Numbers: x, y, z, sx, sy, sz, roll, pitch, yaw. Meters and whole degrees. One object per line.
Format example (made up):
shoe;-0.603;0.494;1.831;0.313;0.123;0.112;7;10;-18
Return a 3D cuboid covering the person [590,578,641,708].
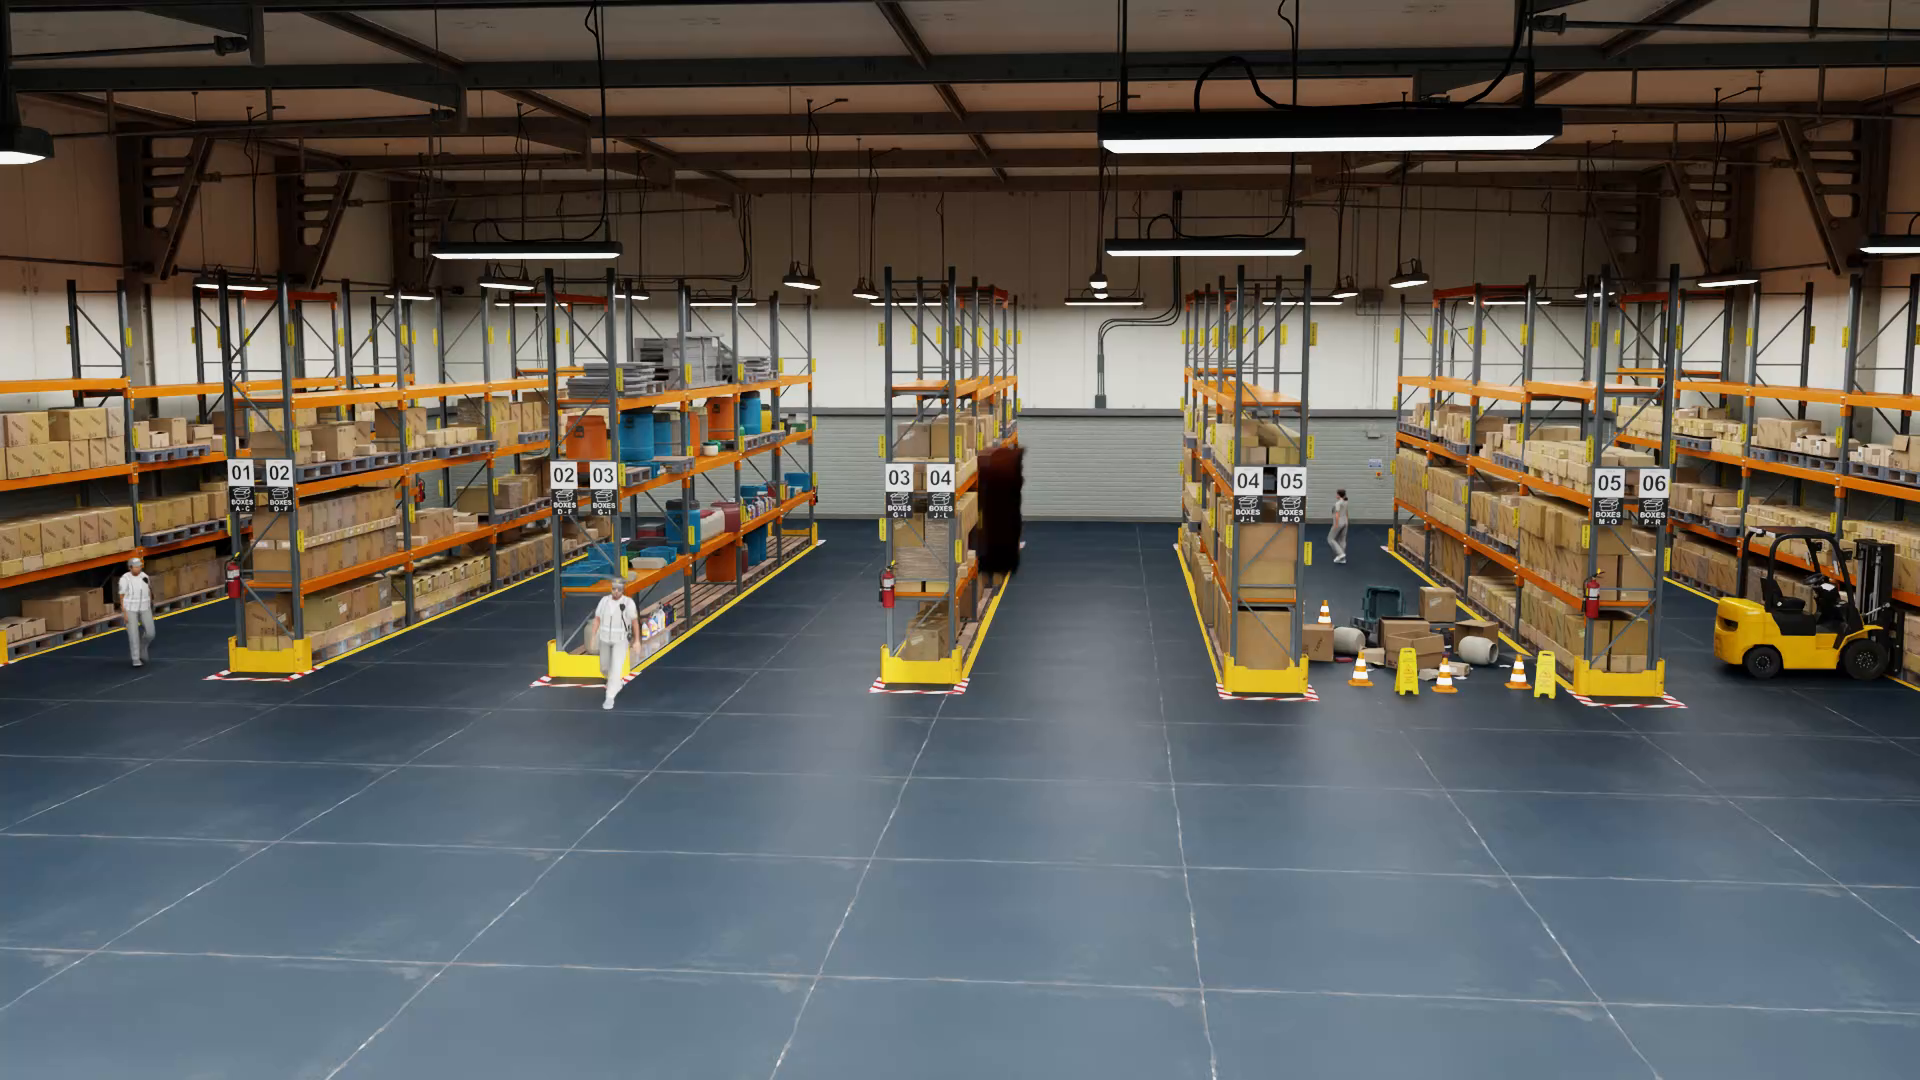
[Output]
person;-4.744;1.380;22.871;0.634;1.735;0.859;1;7;5

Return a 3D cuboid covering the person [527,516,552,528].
person;-10.446;-0.924;41.617;0.921;1.762;0.556;-3;8;-26

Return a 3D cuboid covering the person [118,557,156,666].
person;-12.619;1.079;25.460;0.475;1.651;0.469;-6;9;-40

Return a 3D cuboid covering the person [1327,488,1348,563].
person;8.470;-0.315;36.978;0.485;1.670;0.460;-6;9;-42
